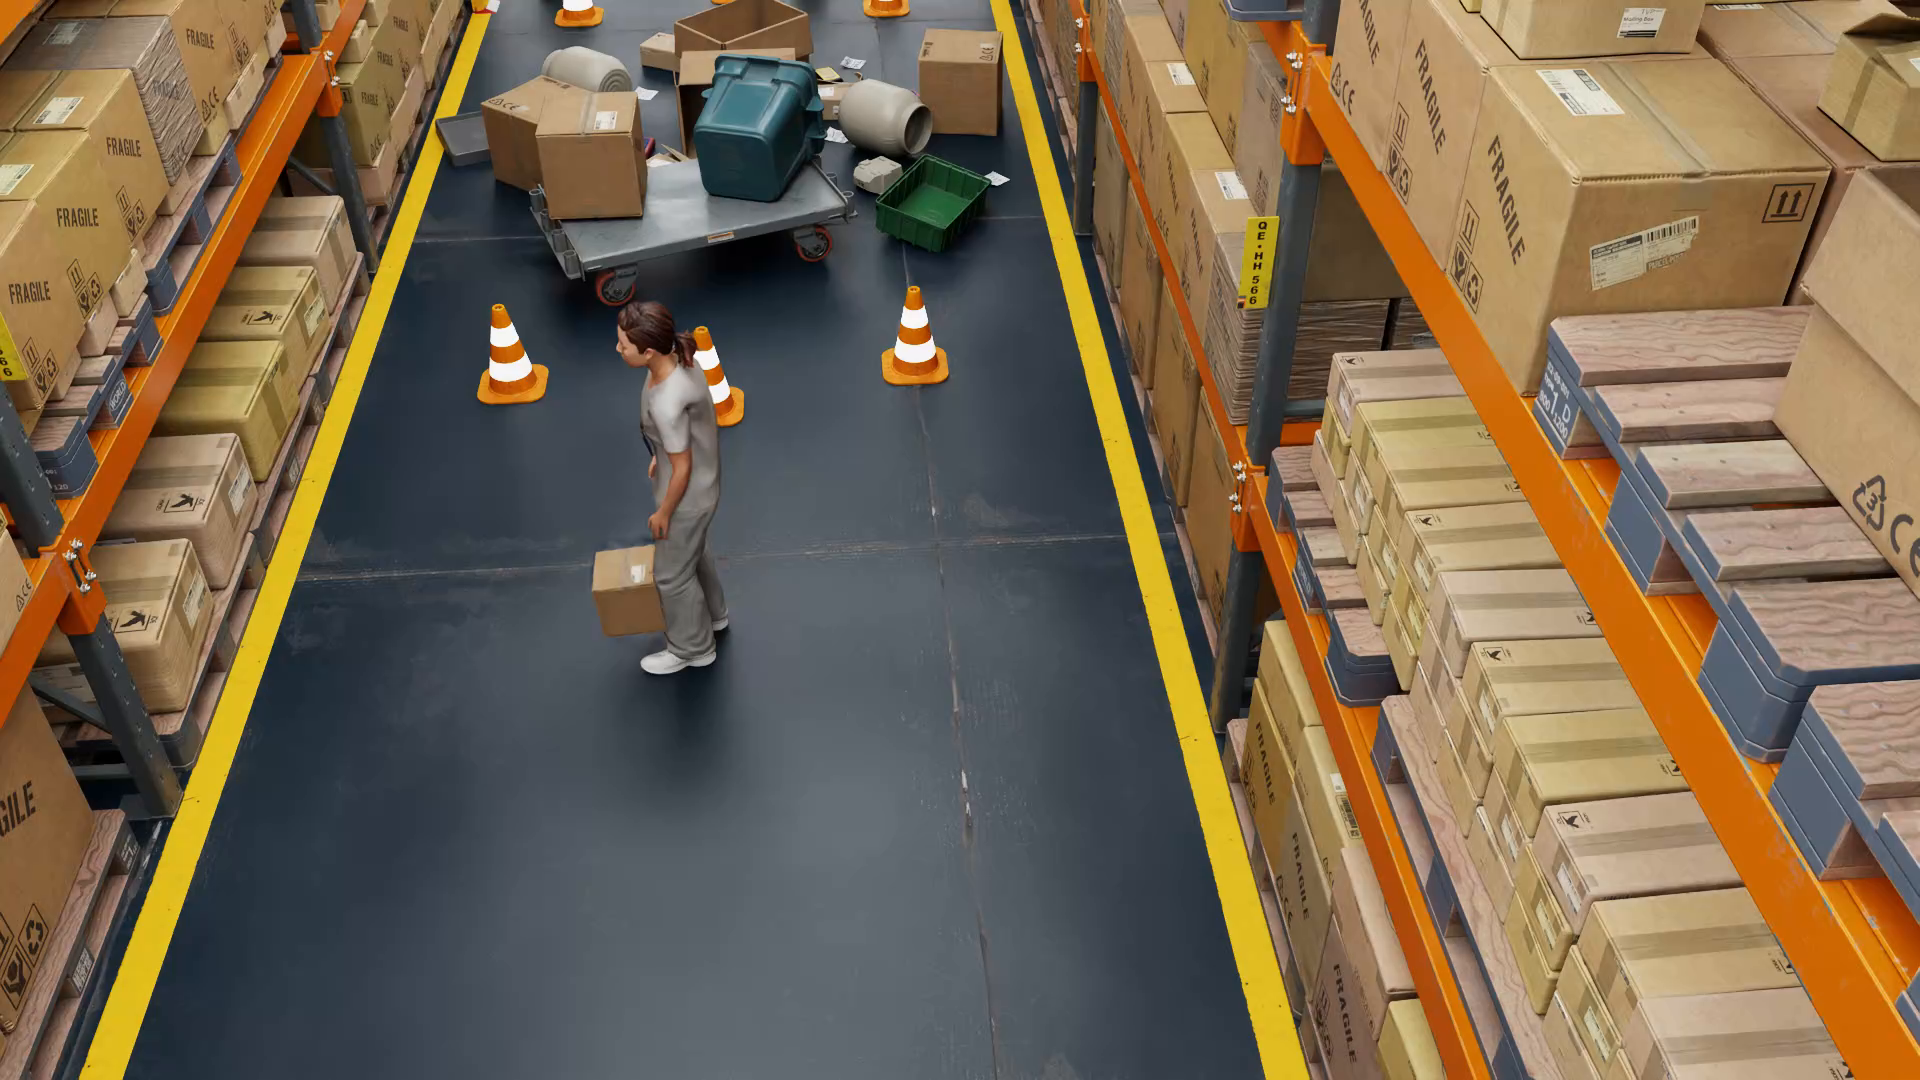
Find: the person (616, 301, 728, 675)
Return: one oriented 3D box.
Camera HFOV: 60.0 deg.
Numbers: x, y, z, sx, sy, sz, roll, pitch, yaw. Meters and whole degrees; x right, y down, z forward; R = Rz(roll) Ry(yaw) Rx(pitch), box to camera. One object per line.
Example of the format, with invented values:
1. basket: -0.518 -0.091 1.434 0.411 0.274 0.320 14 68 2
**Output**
1. person: -1.113 -0.194 6.391 0.415 1.675 0.480 -4 39 -5
